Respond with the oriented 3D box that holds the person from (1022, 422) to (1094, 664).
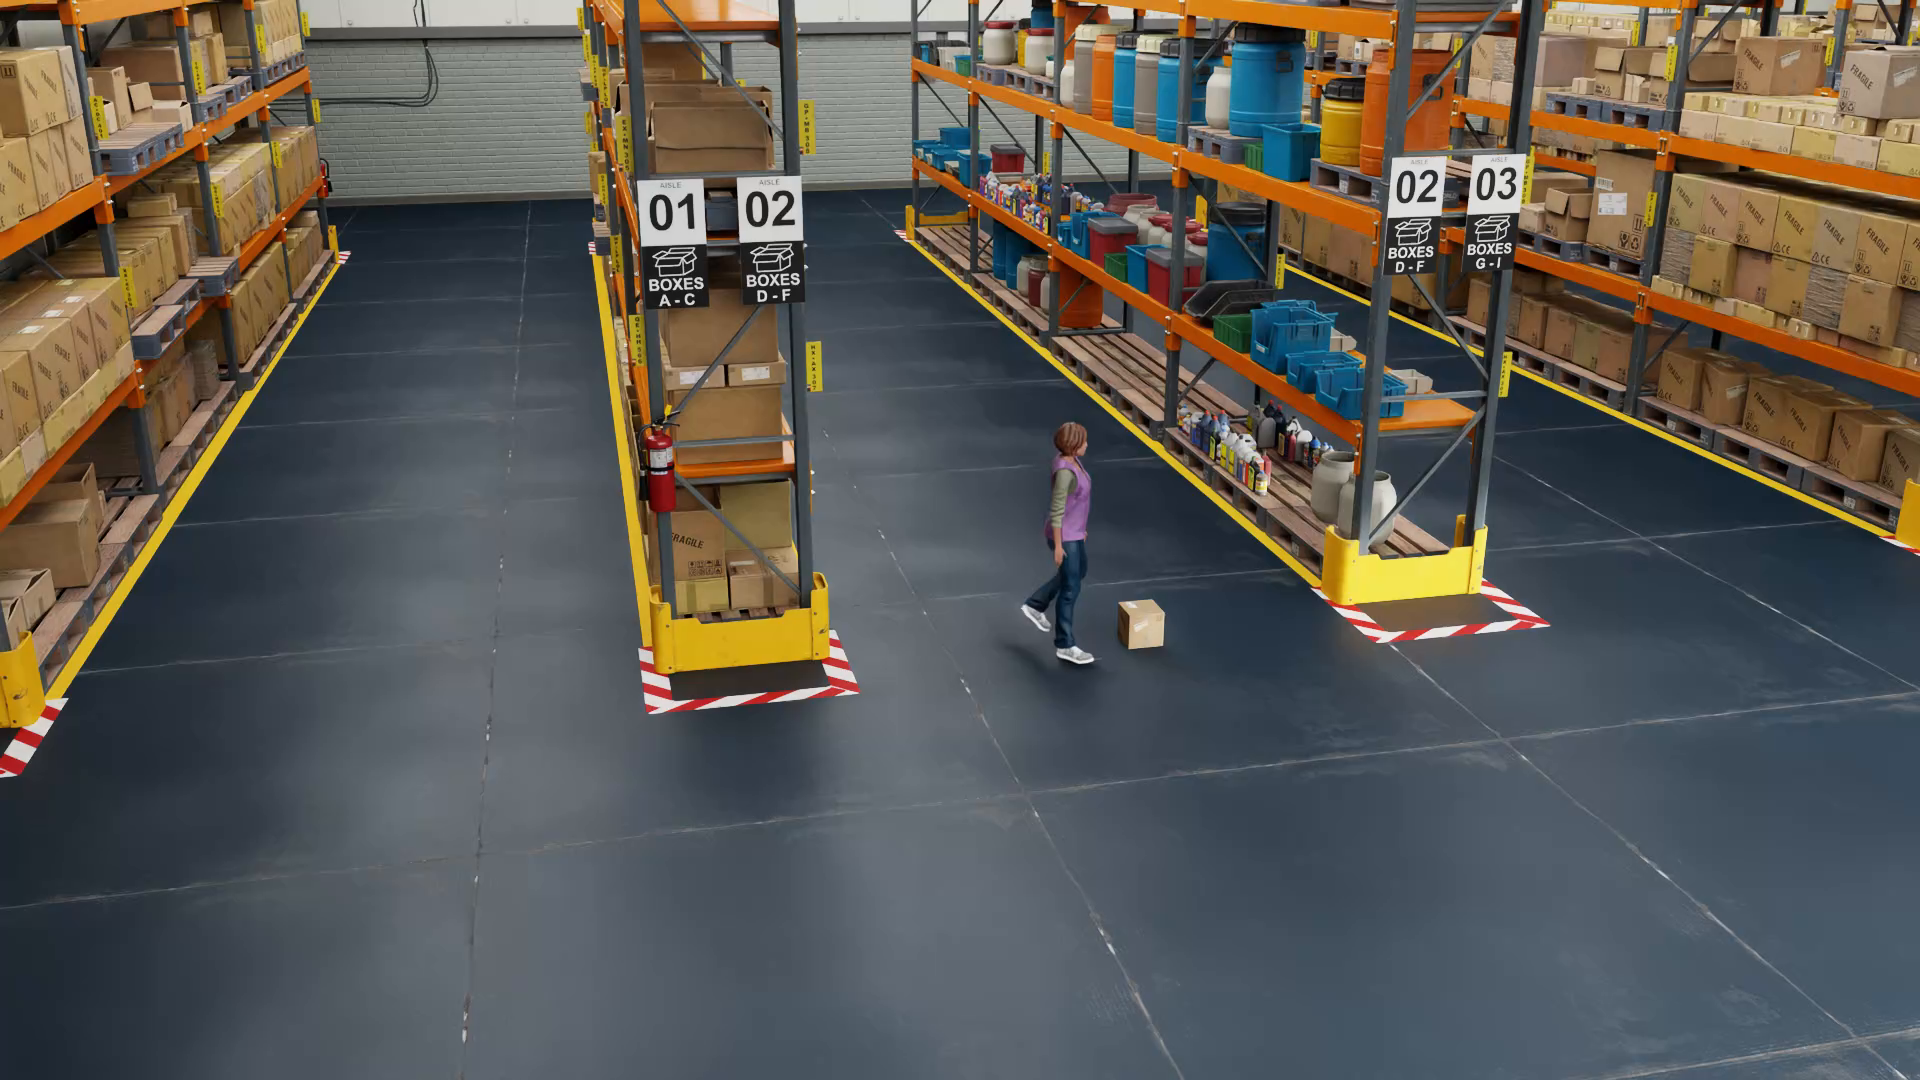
[{"bbox_3d":[0.665,-0.016,11.076,0.510,1.594,0.539,2,20,6],"label":"person"}]
